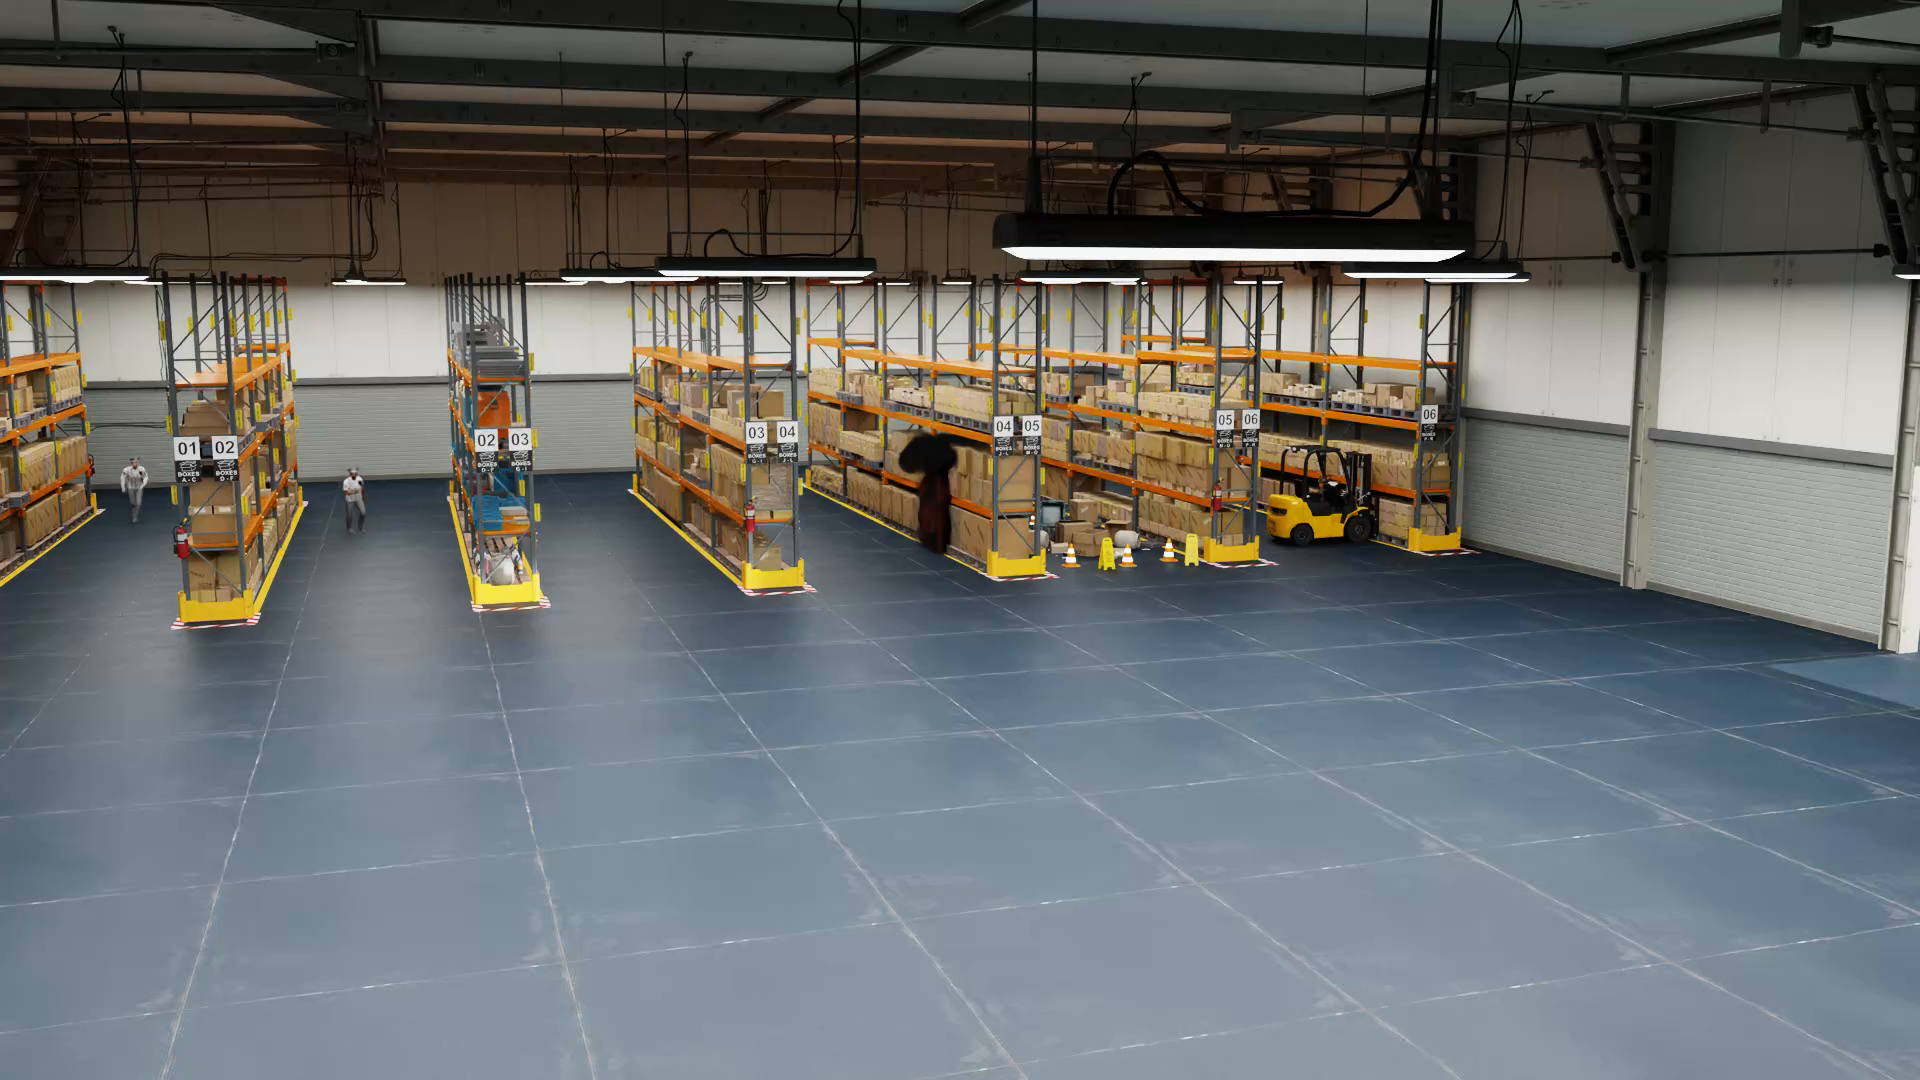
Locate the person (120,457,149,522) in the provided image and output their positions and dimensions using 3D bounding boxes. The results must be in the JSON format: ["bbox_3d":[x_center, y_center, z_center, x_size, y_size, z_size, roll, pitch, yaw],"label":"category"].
[{"bbox_3d":[-20.407,-1.265,41.146,0.612,1.619,0.604,-6,10,-34],"label":"person"}]

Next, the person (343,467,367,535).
[{"bbox_3d":[-14.129,-0.917,38.836,0.585,1.621,0.939,-6,11,-36],"label":"person"}]
